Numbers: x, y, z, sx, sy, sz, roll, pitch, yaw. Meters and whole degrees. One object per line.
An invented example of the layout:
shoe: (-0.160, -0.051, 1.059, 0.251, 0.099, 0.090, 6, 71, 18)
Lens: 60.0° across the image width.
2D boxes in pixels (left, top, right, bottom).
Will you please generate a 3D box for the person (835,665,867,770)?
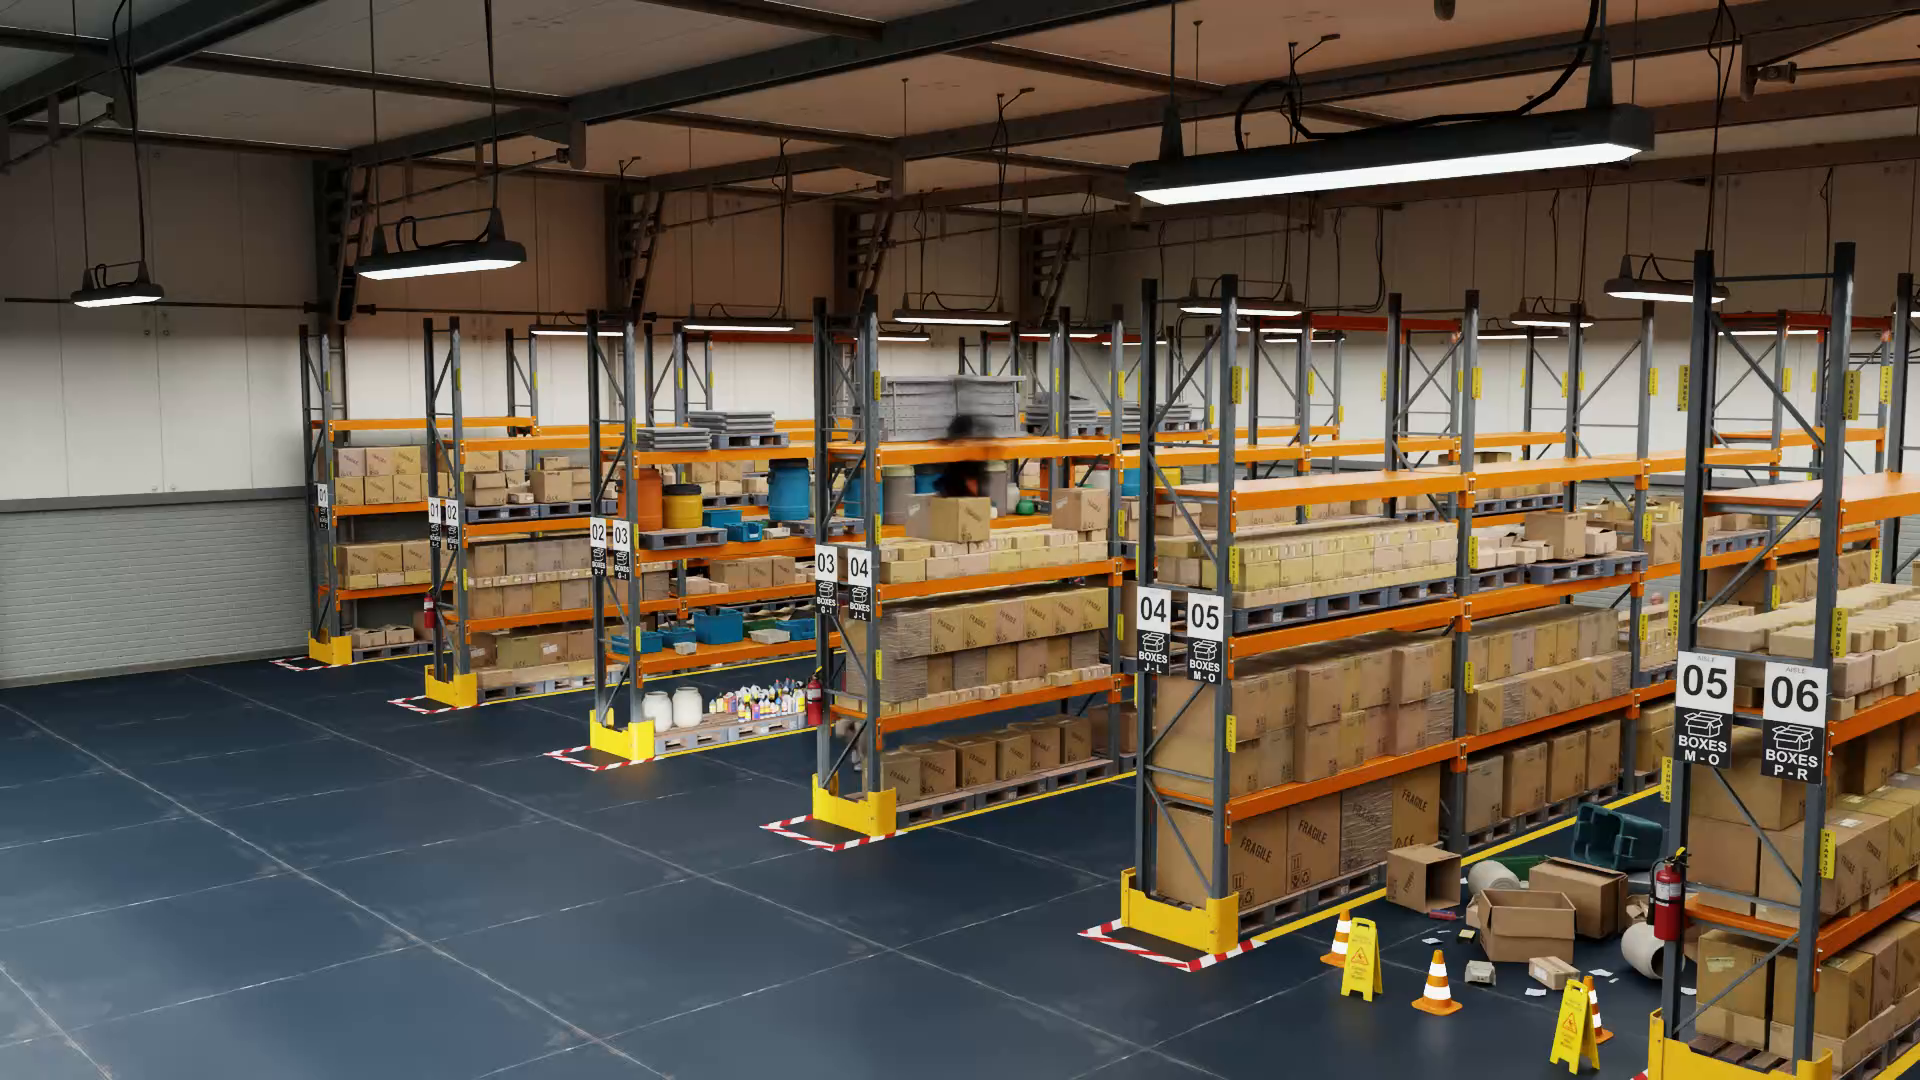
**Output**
person: (-1.359, 2.147, 21.513, 0.651, 1.684, 0.602, 4, 7, 32)

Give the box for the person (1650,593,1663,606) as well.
person: (10.817, 1.703, 25.662, 0.888, 1.805, 0.711, -4, 7, -37)
